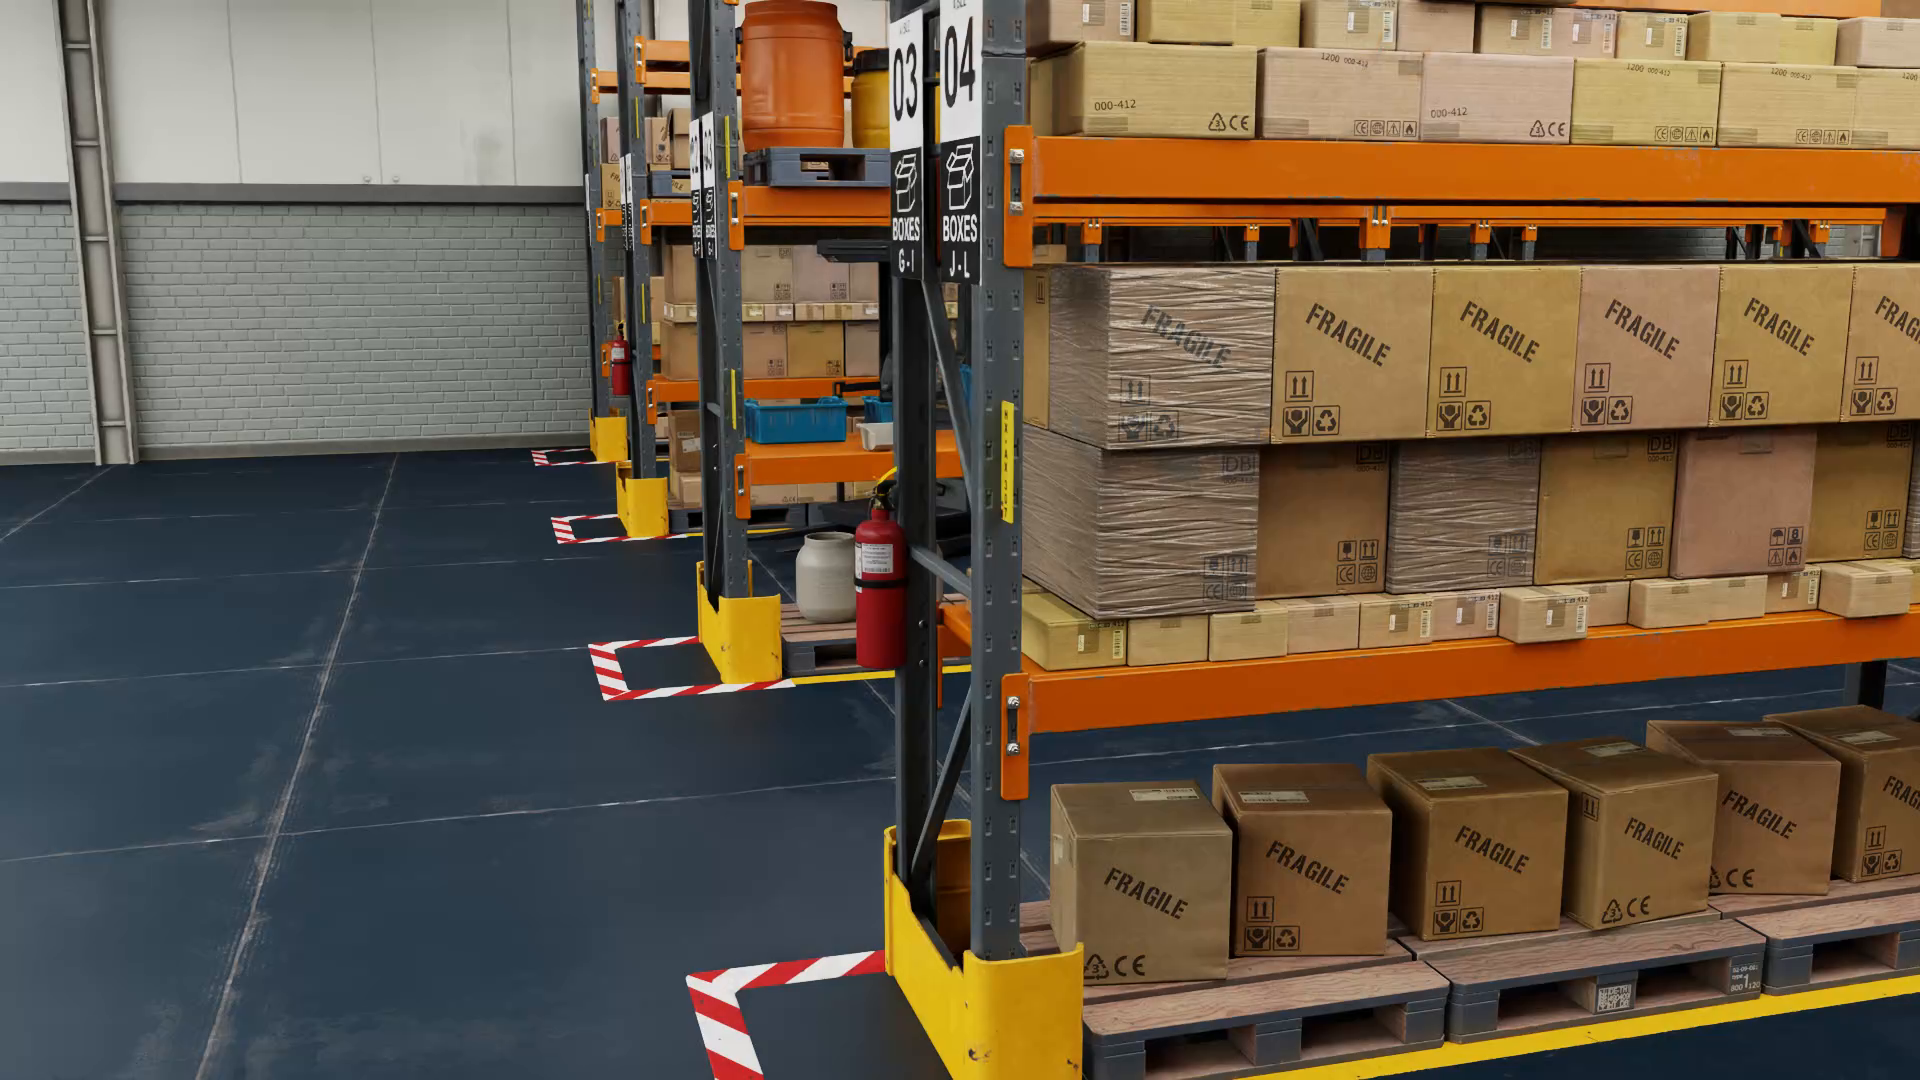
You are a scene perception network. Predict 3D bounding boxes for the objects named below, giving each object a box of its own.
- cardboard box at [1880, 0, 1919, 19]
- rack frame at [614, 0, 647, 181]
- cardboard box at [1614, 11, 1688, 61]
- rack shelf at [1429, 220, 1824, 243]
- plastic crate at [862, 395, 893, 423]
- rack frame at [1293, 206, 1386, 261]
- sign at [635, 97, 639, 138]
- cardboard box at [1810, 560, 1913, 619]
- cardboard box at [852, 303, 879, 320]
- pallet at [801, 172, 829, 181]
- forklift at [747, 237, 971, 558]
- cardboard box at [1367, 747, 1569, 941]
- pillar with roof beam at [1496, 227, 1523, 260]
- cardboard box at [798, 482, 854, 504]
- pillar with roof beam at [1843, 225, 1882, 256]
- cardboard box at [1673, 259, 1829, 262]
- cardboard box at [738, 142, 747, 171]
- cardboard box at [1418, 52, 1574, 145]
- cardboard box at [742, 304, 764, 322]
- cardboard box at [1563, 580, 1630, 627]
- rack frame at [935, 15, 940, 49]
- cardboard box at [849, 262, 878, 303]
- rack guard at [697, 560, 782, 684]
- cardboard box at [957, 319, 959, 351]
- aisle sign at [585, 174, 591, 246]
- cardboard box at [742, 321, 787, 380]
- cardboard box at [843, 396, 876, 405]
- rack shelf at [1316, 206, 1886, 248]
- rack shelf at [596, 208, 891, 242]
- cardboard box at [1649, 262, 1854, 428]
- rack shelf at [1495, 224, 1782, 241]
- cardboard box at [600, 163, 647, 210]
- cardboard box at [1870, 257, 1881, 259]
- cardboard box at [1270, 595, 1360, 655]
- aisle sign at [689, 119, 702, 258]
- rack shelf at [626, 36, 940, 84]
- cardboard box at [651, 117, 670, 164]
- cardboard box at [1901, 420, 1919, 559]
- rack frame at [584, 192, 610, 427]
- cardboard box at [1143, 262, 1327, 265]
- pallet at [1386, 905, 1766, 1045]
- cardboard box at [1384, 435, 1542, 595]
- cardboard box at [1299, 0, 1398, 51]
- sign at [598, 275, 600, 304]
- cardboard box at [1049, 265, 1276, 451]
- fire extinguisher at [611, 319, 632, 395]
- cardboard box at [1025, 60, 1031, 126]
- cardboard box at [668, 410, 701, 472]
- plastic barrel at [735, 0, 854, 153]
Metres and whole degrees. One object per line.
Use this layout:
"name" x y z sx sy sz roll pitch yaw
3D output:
"cardboard box" 3.456 -1.933 5.498 0.500 0.500 0.500 -3 11 -18
"rack frame" -2.789 -4.554 13.928 0.127 3.000 1.000 -3 11 -16
"cardboard box" 2.038 -1.549 5.201 0.250 0.149 0.380 -3 11 -18
"rack shelf" 6.812 -3.231 17.014 4.000 0.370 1.077 -3 11 -16
"plastic crate" -0.386 -0.778 10.400 0.408 0.251 0.499 -3 11 -16
"rack frame" 2.432 -0.945 10.893 0.127 3.000 1.000 -3 11 -16
"sign" -2.640 -3.451 13.588 0.005 0.325 0.100 -3 11 -16
"cardboard box" 2.984 0.147 5.656 0.250 0.149 0.380 -3 11 -16
"cardboard box" -0.876 -2.032 14.730 0.250 0.149 0.380 -3 11 -15
"pallet" -0.929 -3.129 14.717 1.213 0.211 1.003 -3 11 -16
"forklift" -0.456 -1.365 13.363 3.031 2.935 1.130 -10 14 -42
"cardboard box" 1.751 1.048 5.811 0.500 0.500 0.500 -2 11 -11
"pillar with roof beam" 8.978 -5.459 18.848 0.400 9.000 9.100 -3 11 -16
"cardboard box" -1.253 -0.497 14.898 0.500 0.250 0.500 -3 11 -16
"pillar with roof beam" 14.739 -5.763 20.497 0.400 9.000 9.100 -3 11 -16
"cardboard box" 2.834 -0.767 6.067 0.500 0.500 0.500 -3 11 -16
"cardboard box" -1.757 -3.384 14.728 0.500 0.250 0.500 -3 11 -16
"cardboard box" 1.481 -1.314 5.027 0.500 0.250 0.500 -3 11 -16
"cardboard box" -1.859 -1.980 14.451 0.250 0.149 0.380 -3 11 -16
"cardboard box" 1.987 0.175 5.507 0.250 0.149 0.380 -3 11 -16
"rack frame" -0.337 -5.617 19.704 0.127 3.000 1.000 -3 11 -16
"cardboard box" -0.818 -2.393 14.903 0.500 0.500 0.700 -3 11 -16
"rack guard" -1.348 0.475 10.085 0.348 0.500 1.175 -3 11 -16
"cardboard box" 0.123 -1.804 15.283 0.500 0.500 0.700 -3 11 -17
"aisle sign" -4.162 -3.687 18.610 0.004 0.787 0.394 -3 11 -16
"cardboard box" -1.834 -1.701 14.728 0.500 0.500 0.700 -3 11 -14
"cardboard box" -1.322 -1.594 20.111 0.500 0.500 0.500 -4 11 -20
"rack shelf" 4.353 -2.167 11.236 4.000 0.370 1.077 -3 11 -16
"rack shelf" -2.257 -3.687 19.491 4.000 0.370 1.077 -3 11 -16
"cardboard box" 2.502 -0.650 5.430 0.500 0.500 0.500 -3 11 -16
"rack shelf" 9.265 -4.294 22.790 4.000 0.370 1.077 -3 11 -16
"cardboard box" -3.786 -3.972 18.721 0.500 0.500 0.500 -3 11 -14
"cardboard box" 9.759 -2.753 17.677 0.500 0.500 0.500 -3 11 -18
"cardboard box" 1.040 0.234 5.186 0.250 0.149 0.380 -3 11 -16
"aisle sign" -1.560 -2.069 9.818 0.004 0.787 0.394 -3 11 -16
"rack shelf" -0.869 -4.105 14.579 4.000 0.370 1.077 -3 11 -16
"cardboard box" -3.244 -4.484 18.742 0.500 0.500 0.500 -3 11 -17
"cardboard box" 3.368 -0.267 6.114 0.500 0.500 0.875 -3 11 -16
"rack frame" -4.177 -2.464 19.148 0.127 3.000 1.000 -3 11 -16
"cardboard box" 0.914 -0.665 5.517 0.500 0.500 0.500 -3 11 -16
"pallet" 2.008 1.390 5.911 1.213 0.211 1.003 -3 11 -16
"cardboard box" 1.451 -0.164 5.553 0.500 0.500 0.875 -3 11 -16
"cardboard box" 1.071 -1.484 4.853 0.250 0.149 0.380 -3 11 -14
"sign" -4.025 -2.796 18.557 0.005 0.325 0.100 -3 11 -16
"cardboard box" 0.581 -0.549 4.883 0.500 0.500 0.500 -3 11 -16
"fire extinguisher" -3.032 -1.640 14.885 0.183 0.674 0.296 -3 11 -16
"cardboard box" 0.368 -1.351 5.231 0.500 0.250 0.500 -3 11 -15
"cardboard box" -2.357 -0.905 15.043 0.500 0.500 0.500 -3 11 -16
"plastic barrel" -0.977 -2.682 9.698 0.708 0.830 0.600 -3 11 -16
